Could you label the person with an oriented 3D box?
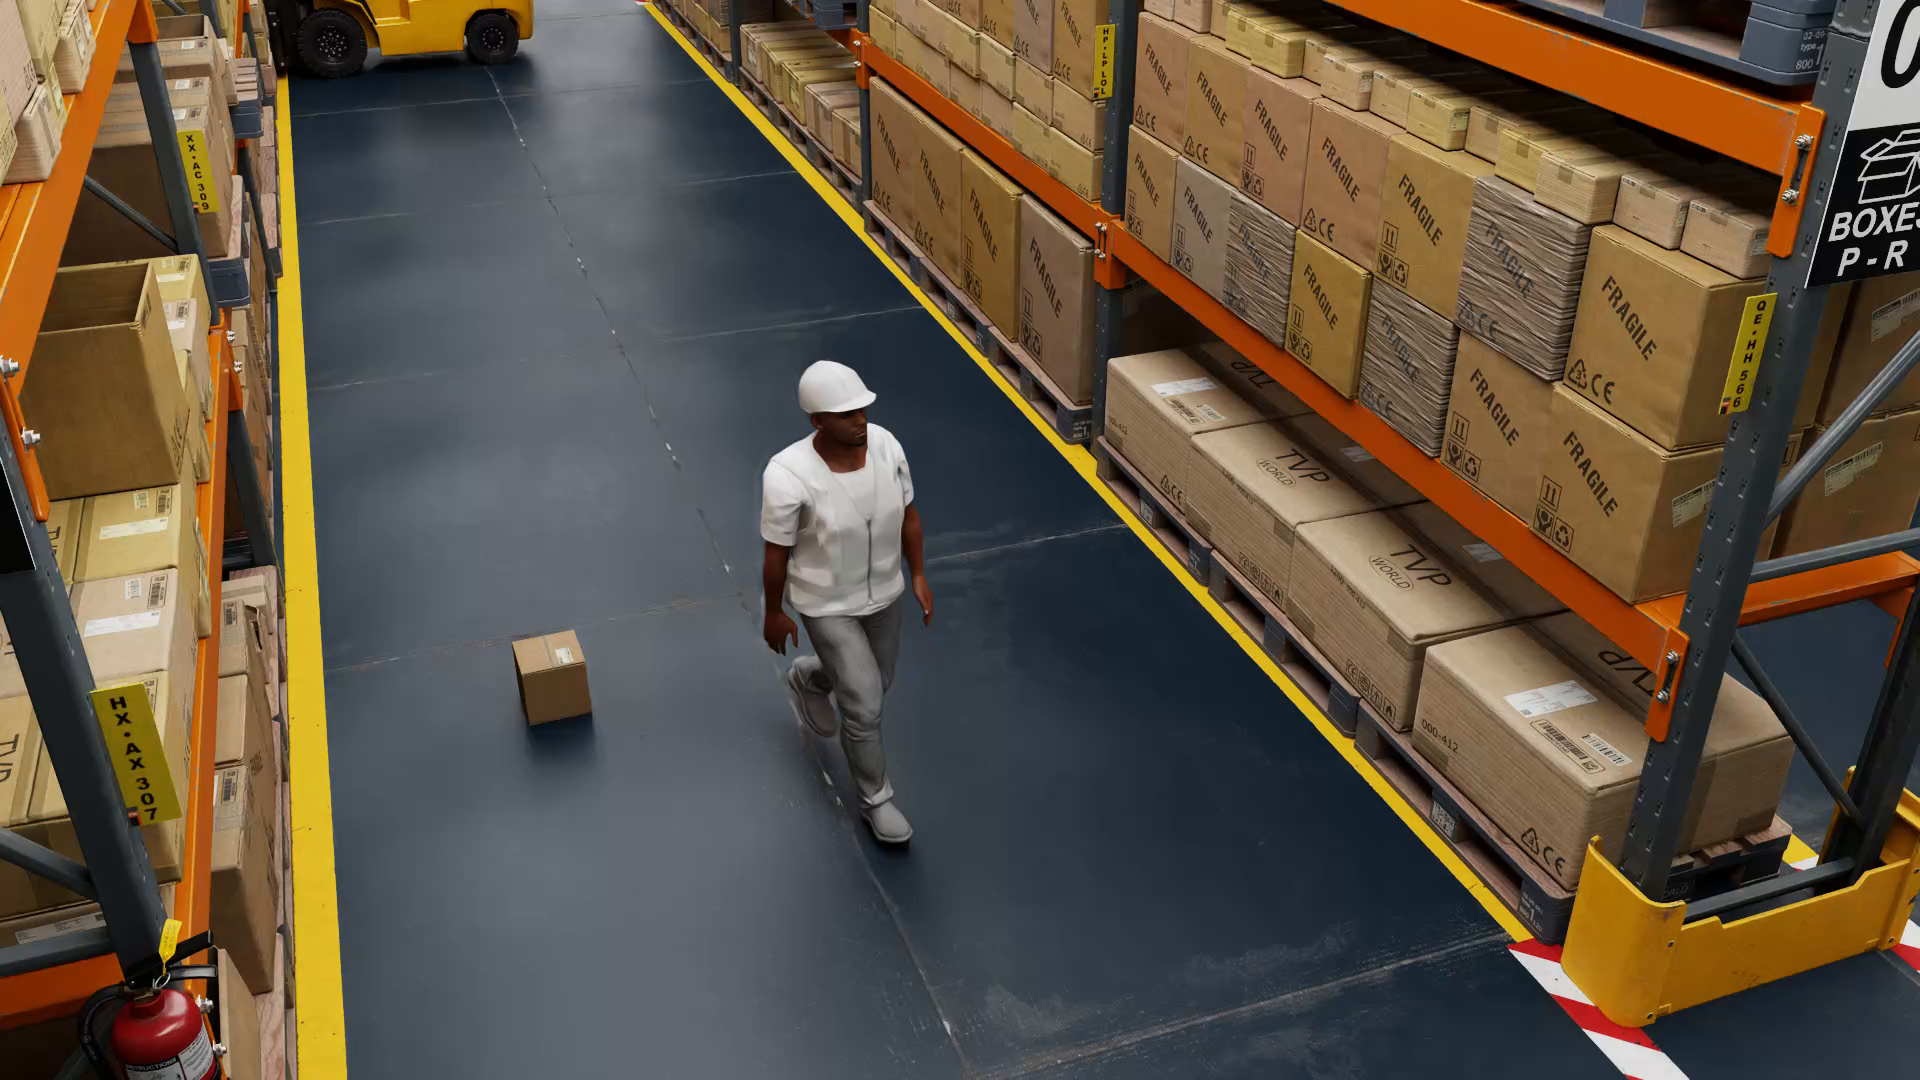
[{"bbox_3d":[-0.411,0.162,5.817,0.589,1.741,0.899,-22,36,-33],"label":"person"}]
